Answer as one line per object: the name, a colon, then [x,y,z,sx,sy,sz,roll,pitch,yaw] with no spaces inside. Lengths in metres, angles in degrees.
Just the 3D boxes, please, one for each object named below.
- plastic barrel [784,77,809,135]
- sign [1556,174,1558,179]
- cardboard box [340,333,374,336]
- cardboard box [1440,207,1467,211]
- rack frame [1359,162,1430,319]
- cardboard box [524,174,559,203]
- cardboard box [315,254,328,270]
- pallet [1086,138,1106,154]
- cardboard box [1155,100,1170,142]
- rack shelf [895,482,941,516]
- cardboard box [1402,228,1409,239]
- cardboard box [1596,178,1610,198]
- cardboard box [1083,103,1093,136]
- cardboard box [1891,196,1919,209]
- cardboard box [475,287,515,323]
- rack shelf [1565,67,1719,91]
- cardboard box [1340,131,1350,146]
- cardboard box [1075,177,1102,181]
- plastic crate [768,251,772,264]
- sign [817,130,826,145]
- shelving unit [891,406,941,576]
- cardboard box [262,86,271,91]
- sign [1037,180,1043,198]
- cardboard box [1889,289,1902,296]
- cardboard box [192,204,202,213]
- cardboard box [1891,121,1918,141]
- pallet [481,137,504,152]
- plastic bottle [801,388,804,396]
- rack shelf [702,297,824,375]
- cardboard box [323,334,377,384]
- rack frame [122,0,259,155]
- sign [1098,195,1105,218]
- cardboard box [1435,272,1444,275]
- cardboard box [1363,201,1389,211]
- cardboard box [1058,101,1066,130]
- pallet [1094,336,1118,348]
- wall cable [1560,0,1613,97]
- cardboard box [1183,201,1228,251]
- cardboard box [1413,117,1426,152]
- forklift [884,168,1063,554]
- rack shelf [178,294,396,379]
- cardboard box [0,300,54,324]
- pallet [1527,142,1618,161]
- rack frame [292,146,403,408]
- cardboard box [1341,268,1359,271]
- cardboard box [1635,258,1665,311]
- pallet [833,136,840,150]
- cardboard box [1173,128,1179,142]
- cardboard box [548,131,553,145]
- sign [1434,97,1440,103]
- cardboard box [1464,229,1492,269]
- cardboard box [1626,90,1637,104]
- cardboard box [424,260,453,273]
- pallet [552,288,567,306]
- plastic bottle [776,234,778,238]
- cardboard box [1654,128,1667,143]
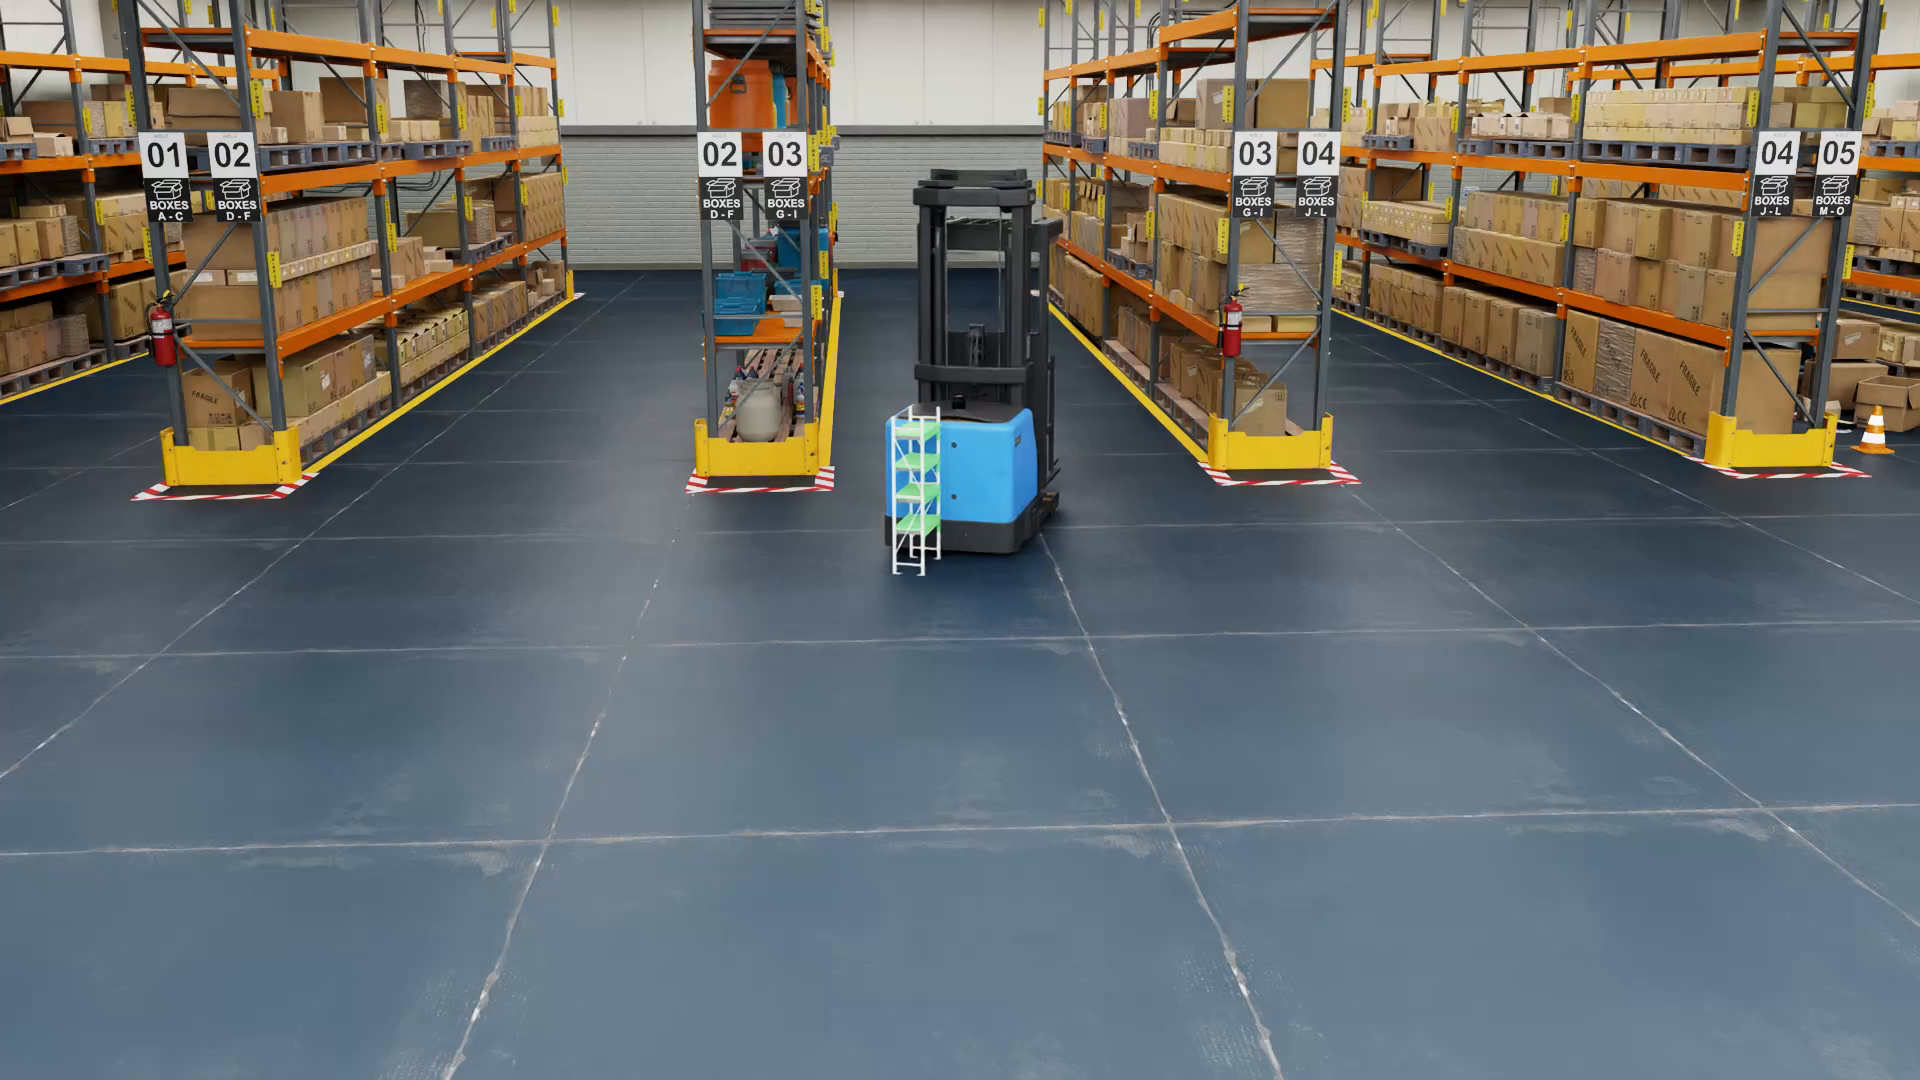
plastic barrel: [-2.426,-6.086,23.437,0.600,0.830,0.708,-1,14,-3]
sign: [13.610,-8.149,37.520,0.339,0.242,0.001,-1,14,-3]
cardboard box: [-7.440,-2.380,20.305,0.500,0.311,0.500,0,14,-2]
cardboard box: [7.588,-5.023,25.498,0.380,0.149,0.250,0,14,-2]
rack frame: [7.259,-5.204,27.731,1.000,3.000,0.127,-1,14,-3]
cardboard box: [-7.499,-6.296,29.768,0.500,0.500,0.500,0,14,-2]
cardboard box: [-6.746,-2.862,17.126,0.380,0.149,0.250,-1,14,-3]
pallet: [2.457,-5.678,23.934,1.213,0.211,1.003,0,14,-1]
cardboard box: [2.808,-5.221,20.730,0.797,0.503,0.637,0,14,-1]
rack shelf: [-0.329,-0.315,12.598,0.258,0.148,0.480,3,15,13]
cardboard box: [6.957,-4.661,25.283,0.380,0.149,0.250,-2,15,-6]
cardboard box: [11.801,-6.329,29.896,0.500,0.500,0.500,-1,14,-3]
cardboard box: [2.348,-6.713,26.533,0.700,0.500,0.500,-1,14,-2]
cardboard box: [12.338,-4.376,21.572,0.380,0.149,0.250,-2,15,-6]
cardboard box: [-7.216,-3.637,25.774,0.500,0.500,0.500,-1,14,-3]
rack shelf: [12.069,-8.166,29.451,1.077,0.370,4.000,-1,14,-3]
cardboard box: [6.907,-6.952,28.808,0.500,0.250,0.500,-1,14,-4]
cardboard box: [2.347,-6.464,30.831,0.500,0.500,0.500,-1,14,-3]
plastic crate: [-2.525,-3.348,20.551,0.392,0.384,0.575,-1,14,-3]
sign: [-1.596,-4.549,19.149,0.100,0.325,0.005,-1,14,-3]
shelving unit: [-0.329,-0.377,12.582,0.258,1.200,0.503,3,15,13]
cardboard box: [-12.460,-7.735,29.301,0.500,0.500,0.500,-1,14,-4]
sign: [1.500,-6.598,31.252,0.100,0.325,0.005,-1,14,-3]
cardboard box: [16.797,-4.485,29.581,0.396,0.266,0.258,0,14,-1]
cardboard box: [-12.249,-5.014,26.156,0.500,0.500,0.500,-1,14,-4]
cardboard box: [12.451,-5.295,21.524,0.500,0.250,0.500,-1,14,-3]
pallet: [-7.548,-5.941,24.953,1.213,0.211,1.003,-1,14,-3]
plastic bottle: [-1.695,-1.501,17.910,0.061,0.283,0.133,-1,14,-3]
rack shelf: [-2.022,-2.240,17.658,1.077,0.370,4.000,-1,14,-3]
cardboard box: [-6.824,-2.009,18.485,0.500,0.500,0.500,-1,14,-3]
rack frame: [-6.842,-4.921,14.594,1.000,3.000,0.127,-1,14,-3]
sign: [1.996,-4.709,23.484,0.100,0.325,0.005,-1,14,-3]
cardboard box: [7.656,-3.989,25.681,0.500,0.250,0.500,-1,14,-3]
cardboard box: [6.824,-5.468,27.227,0.380,0.149,0.250,0,14,-1]
cardboard box: [2.135,-7.502,29.399,0.700,0.500,0.500,-2,15,-7]
pallet: [2.576,-3.004,24.779,1.003,0.211,1.213,-1,14,-3]
wall cable: [14.845,-10.678,36.894,2.988,3.039,0.133,-1,14,-3]
cardboard box: [2.677,-3.351,17.725,0.500,0.500,0.500,-1,14,-3]
cardboard box: [7.147,-6.097,24.981,0.500,0.500,0.500,-1,14,-3]
forklift: [0.246,-1.637,14.006,1.130,2.935,3.031,3,15,13]
rack shelf: [-6.966,-2.165,17.364,1.077,0.370,4.000,-1,14,-3]
cardboard box: [-12.212,-2.973,21.689,0.500,0.250,0.500,-1,14,-2]
pallet: [7.648,-4.801,20.532,0.805,0.209,1.217,-1,15,-6]
rack frame: [-7.090,-3.011,19.208,1.000,3.000,0.127,-1,14,-3]
cardboard box: [6.917,-4.786,29.791,0.380,0.149,0.250,-1,14,-3]
cardboard box: [7.895,-2.792,18.058,0.875,0.550,0.500,-1,14,-3]
pallet: [-2.495,-6.244,26.132,1.213,0.211,1.003,-1,14,-3]
cardboard box: [2.590,-4.517,18.543,0.380,0.149,0.250,-1,14,-3]
cardboard box: [-7.518,-7.127,29.487,0.500,0.250,0.500,-1,14,-3]
sign: [7.812,-7.107,27.281,0.100,0.325,0.005,-1,14,-3]
cardboard box: [7.299,-4.015,22.911,0.500,0.500,0.500,-1,14,-4]
cardboard box: [7.503,-4.834,18.134,0.380,0.149,0.250,-1,14,-3]
cardboard box: [-7.006,-3.664,22.252,0.380,0.149,0.250,-1,14,-3]
pallet: [-7.778,-4.427,30.310,1.003,0.211,1.213,-1,14,-3]
plastic bottle: [-2.785,-4.529,25.367,0.097,0.271,0.097,0,14,0]
cardboard box: [7.549,-4.259,17.500,0.380,0.149,0.250,-1,14,-3]
